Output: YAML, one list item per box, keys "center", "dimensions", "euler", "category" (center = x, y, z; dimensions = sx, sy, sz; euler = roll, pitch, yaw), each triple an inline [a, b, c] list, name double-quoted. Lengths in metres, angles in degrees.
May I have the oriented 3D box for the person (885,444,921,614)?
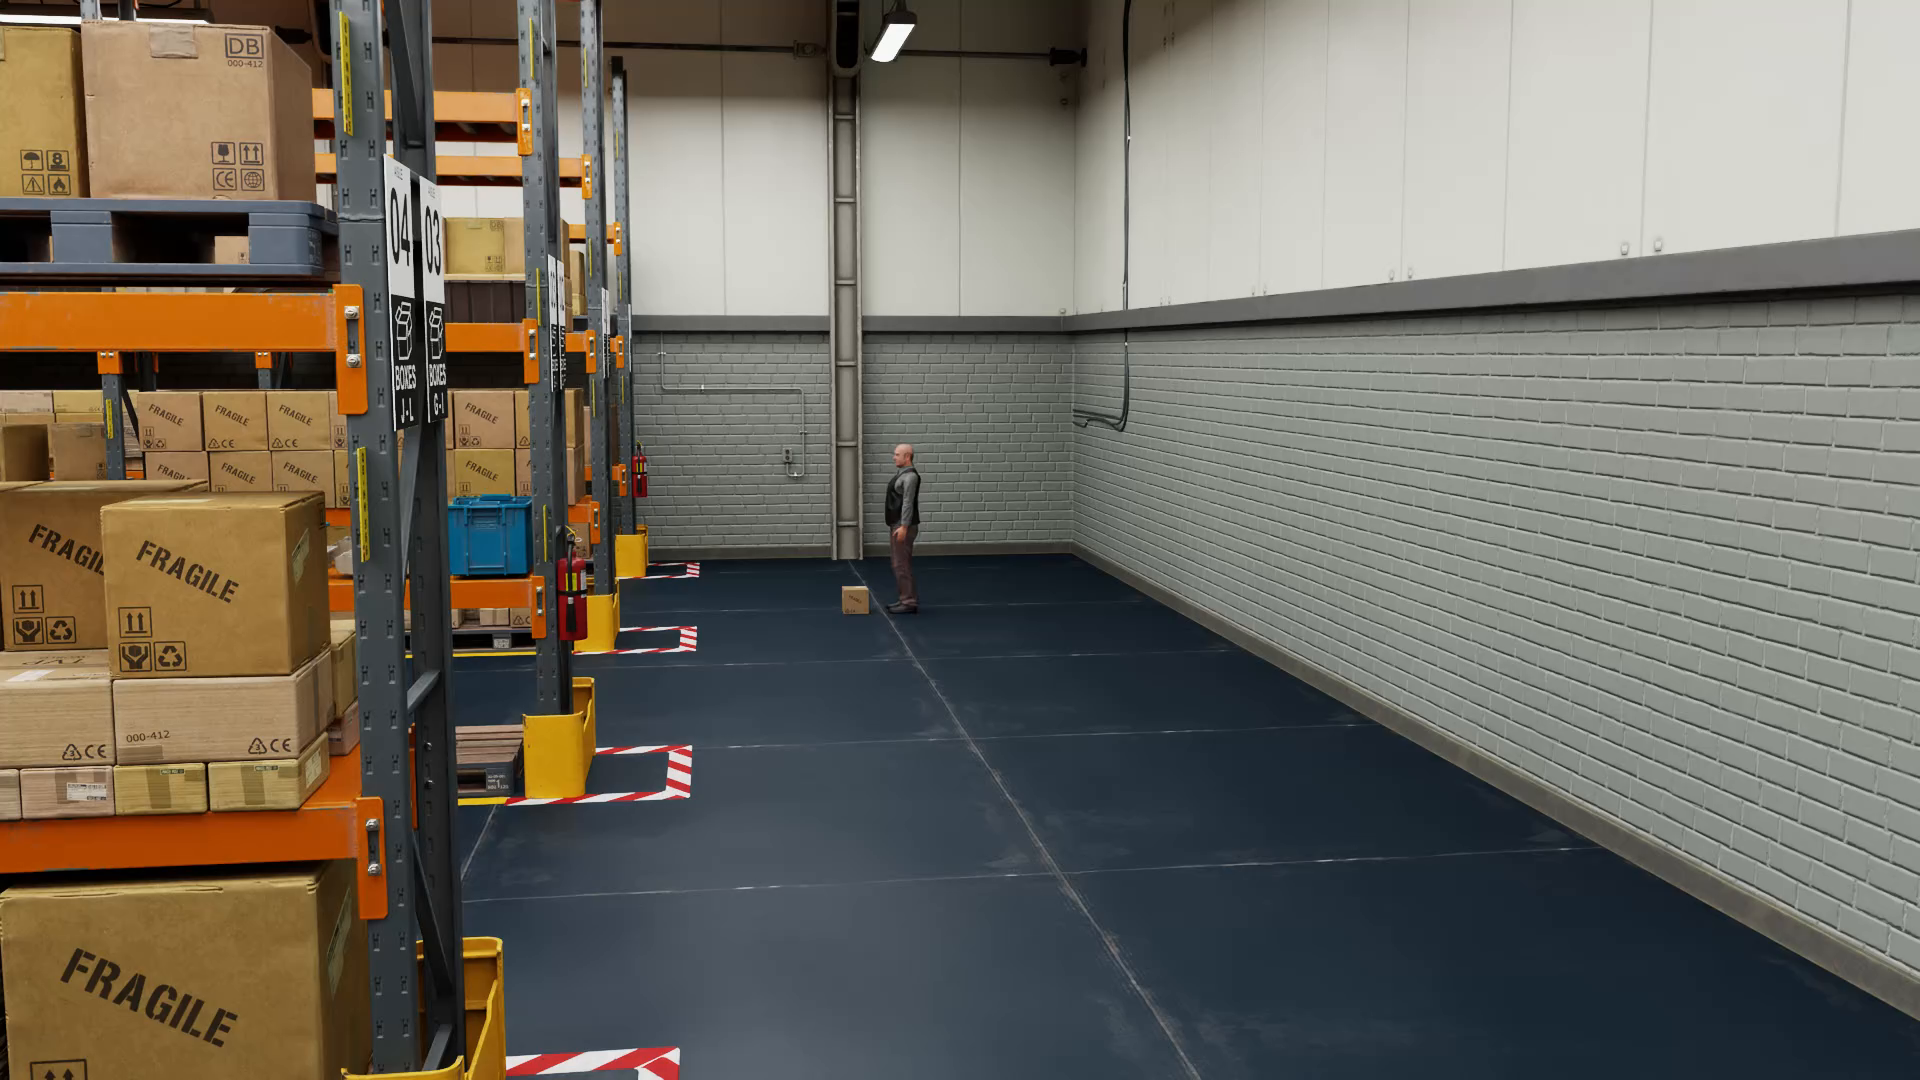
- center: [-0.582, -0.120, 16.919]
  dimensions: [0.360, 1.716, 0.532]
  euler: [-1, 6, -8]
  category: "person"
